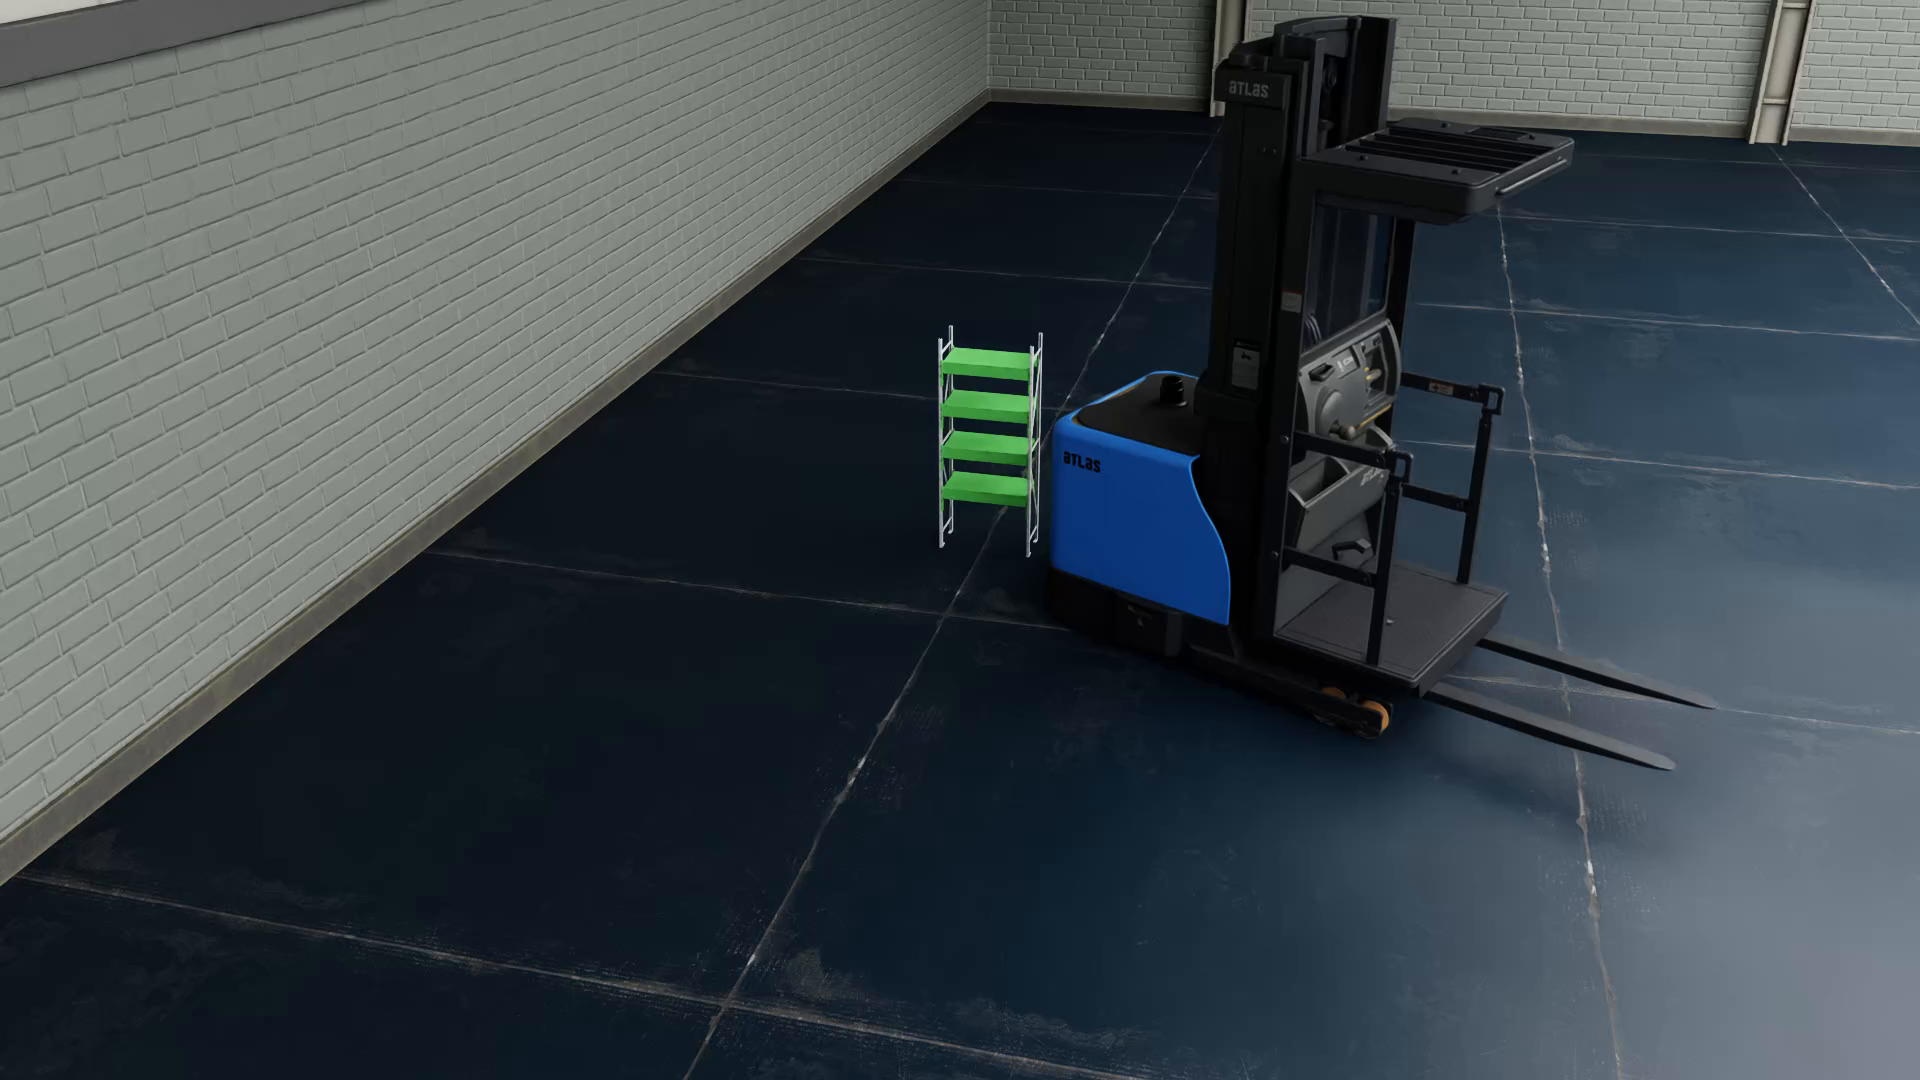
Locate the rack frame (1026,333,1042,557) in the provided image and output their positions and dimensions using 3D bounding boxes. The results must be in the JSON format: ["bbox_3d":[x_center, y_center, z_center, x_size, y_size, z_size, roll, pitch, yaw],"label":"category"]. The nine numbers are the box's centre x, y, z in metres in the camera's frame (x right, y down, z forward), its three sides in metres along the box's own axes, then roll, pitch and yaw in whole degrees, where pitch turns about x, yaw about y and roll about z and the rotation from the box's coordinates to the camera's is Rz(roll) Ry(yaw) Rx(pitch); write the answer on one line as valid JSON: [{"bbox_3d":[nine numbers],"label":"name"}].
[{"bbox_3d":[0.397,-0.498,8.900,0.015,1.200,0.240,6,26,13],"label":"rack frame"}]

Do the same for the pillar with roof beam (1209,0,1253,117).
[{"bbox_3d":[2.140,-7.379,14.280,0.400,9.000,9.100,6,26,13],"label":"pillar with roof beam"}]

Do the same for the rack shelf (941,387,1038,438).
[{"bbox_3d":[0.160,-0.683,8.879,0.480,0.148,0.258,6,26,13],"label":"rack shelf"}]

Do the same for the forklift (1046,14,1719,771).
[{"bbox_3d":[1.906,-0.698,7.307,3.031,2.935,1.130,19,31,34],"label":"forklift"}]

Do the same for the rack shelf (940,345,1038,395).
[{"bbox_3d":[0.160,-0.900,8.776,0.480,0.148,0.258,6,26,13],"label":"rack shelf"}]

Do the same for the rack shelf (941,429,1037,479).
[{"bbox_3d":[0.160,-0.466,8.982,0.480,0.148,0.258,6,26,13],"label":"rack shelf"}]

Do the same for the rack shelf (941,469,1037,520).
[{"bbox_3d":[0.160,-0.250,9.085,0.480,0.148,0.258,6,26,13],"label":"rack shelf"}]

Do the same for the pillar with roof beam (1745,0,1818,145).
[{"bbox_3d":[7.950,-6.736,12.931,0.400,9.000,9.100,6,26,13],"label":"pillar with roof beam"}]

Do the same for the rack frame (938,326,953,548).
[{"bbox_3d":[-0.076,-0.550,9.010,0.015,1.200,0.240,6,26,13],"label":"rack frame"}]

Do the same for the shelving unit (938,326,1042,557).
[{"bbox_3d":[0.160,-0.524,8.955,0.503,1.200,0.258,6,26,13],"label":"shelving unit"}]
